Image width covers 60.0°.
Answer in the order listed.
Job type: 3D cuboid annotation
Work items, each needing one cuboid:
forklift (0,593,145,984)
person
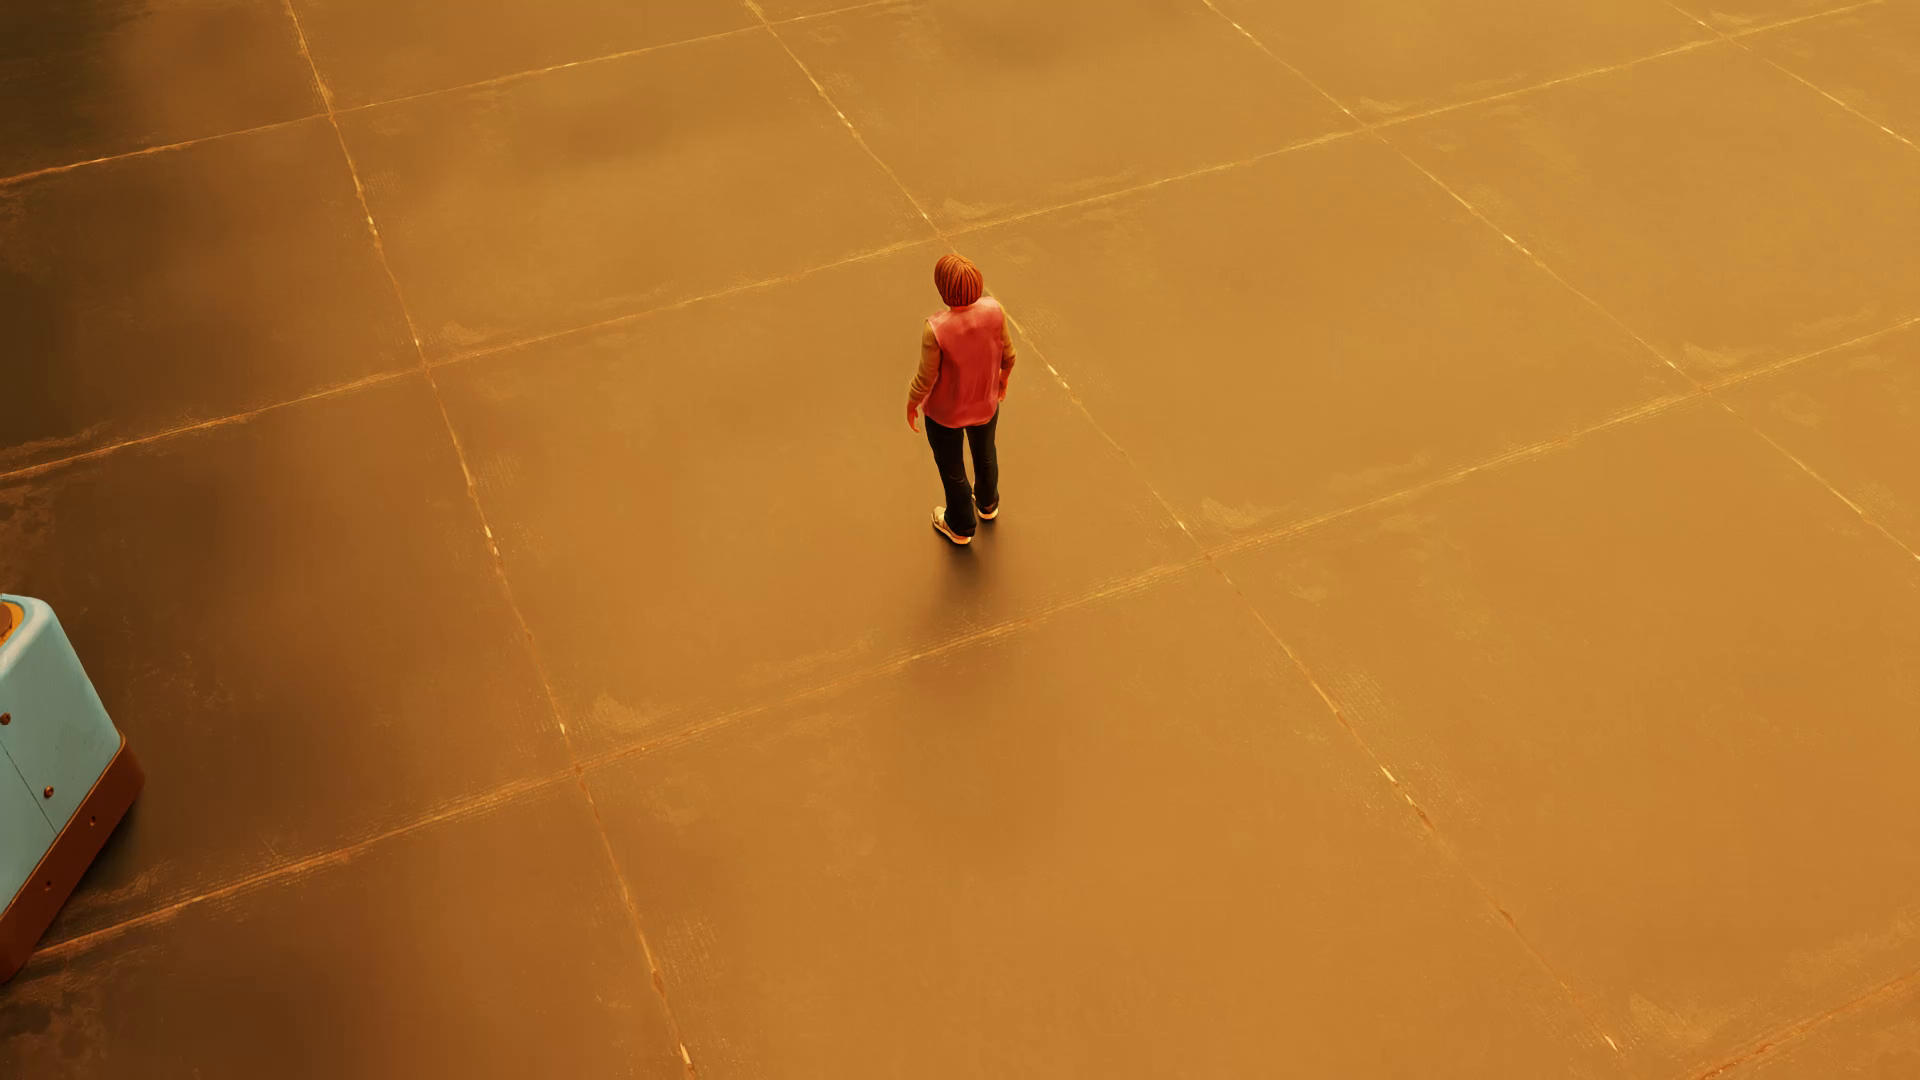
[{"bbox_3d":[-4.840,0.077,5.598,3.031,2.935,1.130,7,43,7],"label":"forklift"},{"bbox_3d":[-0.018,-0.639,7.331,0.520,1.597,0.476,-18,46,-18],"label":"person"}]
